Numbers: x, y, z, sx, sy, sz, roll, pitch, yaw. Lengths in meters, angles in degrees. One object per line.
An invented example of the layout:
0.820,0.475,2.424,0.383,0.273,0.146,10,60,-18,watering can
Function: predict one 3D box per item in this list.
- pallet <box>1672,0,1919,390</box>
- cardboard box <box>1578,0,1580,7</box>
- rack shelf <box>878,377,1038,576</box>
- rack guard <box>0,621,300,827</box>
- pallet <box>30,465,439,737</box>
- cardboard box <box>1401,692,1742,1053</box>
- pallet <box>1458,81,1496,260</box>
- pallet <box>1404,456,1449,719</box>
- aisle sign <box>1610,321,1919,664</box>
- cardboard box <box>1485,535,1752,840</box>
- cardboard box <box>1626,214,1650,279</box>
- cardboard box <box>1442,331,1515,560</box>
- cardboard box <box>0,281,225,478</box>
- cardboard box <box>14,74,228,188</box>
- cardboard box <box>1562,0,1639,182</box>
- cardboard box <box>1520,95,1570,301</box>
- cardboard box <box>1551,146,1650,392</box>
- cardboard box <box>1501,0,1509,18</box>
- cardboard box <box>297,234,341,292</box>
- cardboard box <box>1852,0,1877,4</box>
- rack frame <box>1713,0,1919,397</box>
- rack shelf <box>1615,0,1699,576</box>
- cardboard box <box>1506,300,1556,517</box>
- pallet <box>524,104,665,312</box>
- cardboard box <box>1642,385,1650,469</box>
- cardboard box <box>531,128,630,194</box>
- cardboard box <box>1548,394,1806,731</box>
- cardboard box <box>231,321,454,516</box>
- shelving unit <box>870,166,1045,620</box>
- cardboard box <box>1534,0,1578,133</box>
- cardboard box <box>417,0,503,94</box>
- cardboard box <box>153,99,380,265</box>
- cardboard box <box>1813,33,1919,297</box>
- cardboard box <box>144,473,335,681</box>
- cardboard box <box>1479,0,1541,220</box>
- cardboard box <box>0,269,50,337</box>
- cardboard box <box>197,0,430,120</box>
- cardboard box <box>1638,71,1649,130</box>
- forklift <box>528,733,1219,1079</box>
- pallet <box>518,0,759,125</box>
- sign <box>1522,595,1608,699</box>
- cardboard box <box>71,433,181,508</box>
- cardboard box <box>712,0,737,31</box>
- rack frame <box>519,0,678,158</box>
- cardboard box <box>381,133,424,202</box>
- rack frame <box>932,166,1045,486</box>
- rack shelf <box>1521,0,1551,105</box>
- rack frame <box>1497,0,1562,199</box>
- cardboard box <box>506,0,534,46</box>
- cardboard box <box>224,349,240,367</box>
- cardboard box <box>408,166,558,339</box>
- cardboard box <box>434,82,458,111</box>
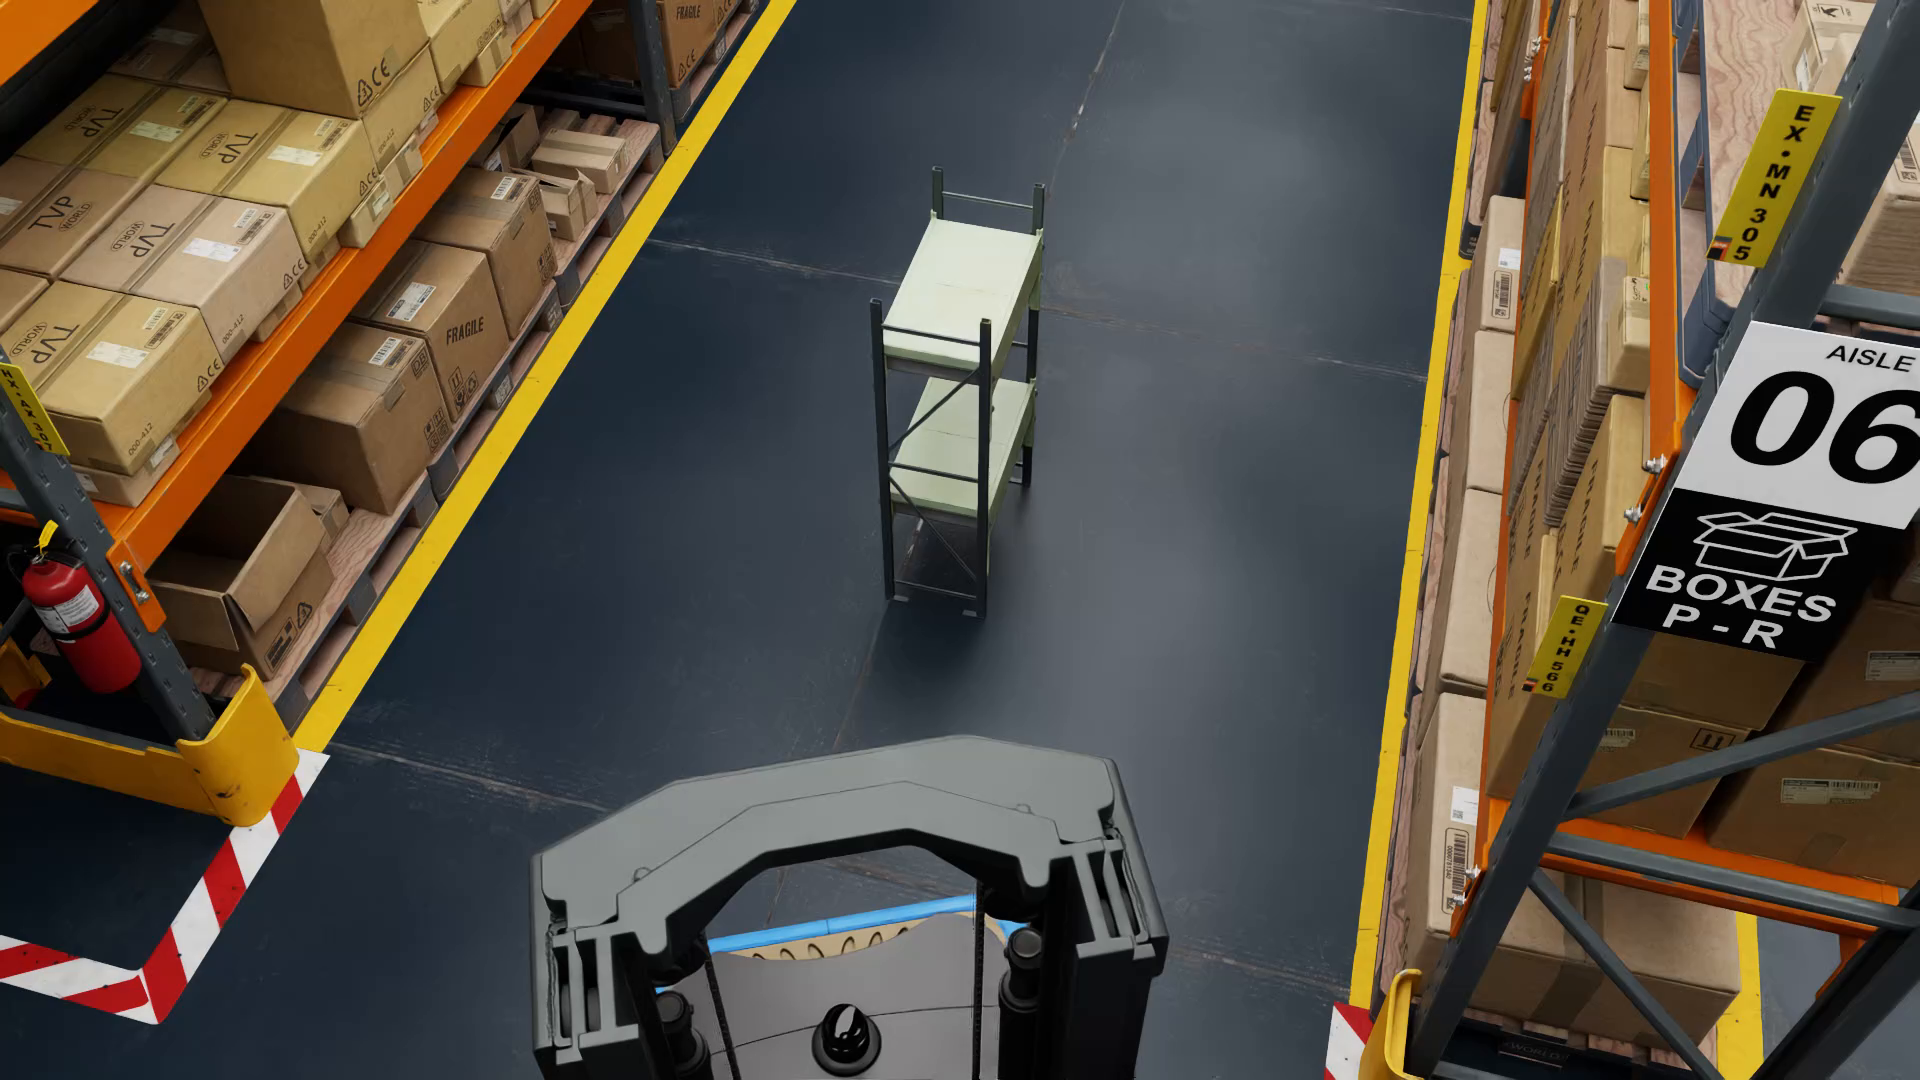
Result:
1.990,-0.691,3.337,1.003,0.211,1.213,12,50,10,pallet
2.499,-2.150,5.832,0.500,0.500,0.500,12,50,10,cardboard box
0.002,-0.285,6.355,0.431,0.370,0.720,12,50,10,rack shelf
-2.965,0.606,5.801,1.175,0.500,0.348,12,50,10,rack guard
-2.756,0.125,6.418,1.003,0.211,1.213,12,50,10,pallet
1.882,1.022,5.195,0.875,0.438,0.875,10,49,9,cardboard box
2.988,-1.733,8.058,1.003,0.211,1.213,12,50,10,pallet
2.263,0.260,6.299,1.003,0.211,1.213,12,50,10,pallet
1.487,-0.059,2.986,0.394,0.787,0.004,12,50,10,aisle sign
1.677,0.376,4.269,0.500,0.500,0.500,12,50,10,cardboard box
1.843,-0.633,4.061,0.380,0.149,0.250,13,50,11,cardboard box
2.354,-0.293,6.356,0.875,0.438,0.875,10,49,9,cardboard box
-2.605,-0.490,5.002,0.500,0.250,0.500,12,50,10,cardboard box
-2.848,-1.330,5.744,0.500,0.250,0.500,13,50,11,cardboard box
2.214,-1.418,5.186,0.500,0.500,0.500,12,50,11,cardboard box
2.208,-1.106,5.578,0.500,0.500,0.500,12,50,10,cardboard box
1.945,-0.690,4.544,0.500,0.500,0.500,11,50,10,cardboard box
3.410,-3.284,8.704,0.875,0.875,0.875,12,50,10,cardboard box
-2.386,-1.021,5.737,0.380,0.149,0.250,12,50,11,cardboard box
2.247,-1.397,3.614,0.500,0.311,0.500,12,50,11,cardboard box
1.805,-1.175,1.704,1.000,3.000,0.127,12,50,10,rack frame
2.331,-1.391,4.375,1.077,0.370,4.000,12,50,10,rack shelf
1.949,-0.358,4.917,0.500,0.500,0.500,13,50,11,cardboard box
-2.114,-1.640,7.976,1.003,0.211,1.213,12,50,10,pallet
1.750,-0.256,3.728,0.380,0.149,0.250,12,50,11,cardboard box
-1.795,-1.794,7.873,0.380,0.149,0.250,10,49,9,cardboard box
1.702,0.051,3.890,0.500,0.500,0.500,13,50,11,cardboard box
-2.470,-0.512,6.508,0.700,0.500,0.500,13,50,12,cardboard box
0.002,-0.501,6.111,0.431,1.500,0.755,12,50,10,shelving unit
2.482,-1.828,6.215,0.500,0.500,0.500,13,50,11,cardboard box
-2.092,-1.968,6.307,0.500,0.250,0.500,11,50,10,cardboard box
-2.343,-1.222,5.648,0.500,0.250,0.500,11,49,9,cardboard box
1.836,-0.648,2.992,0.500,0.250,0.500,7,49,7,cardboard box
-2.732,0.097,5.967,0.797,0.503,0.637,10,49,9,cardboard box
2.944,-1.983,7.555,0.875,0.875,0.875,13,50,11,cardboard box
-3.120,-0.600,5.100,0.500,0.250,0.500,13,50,11,cardboard box
-2.211,-1.823,5.679,0.500,0.500,0.500,13,50,11,cardboard box
2.076,-1.187,4.550,0.380,0.149,0.250,13,50,11,cardboard box
-0.066,1.825,3.103,1.130,2.935,3.031,-8,49,-7,forklift
-1.754,-2.733,8.940,1.003,0.211,1.213,12,50,10,pallet
1.285,0.232,3.533,0.100,0.325,0.005,12,50,10,sign
-2.634,-0.267,5.071,0.380,0.149,0.250,11,50,10,cardboard box
-1.457,-3.064,8.760,0.500,0.500,0.500,11,49,10,cardboard box
-1.932,-3.060,7.369,1.000,3.000,0.127,12,50,10,rack frame
-2.197,-1.383,6.057,0.380,0.149,0.250,13,50,11,cardboard box
0.098,-0.766,6.344,0.400,1.500,0.023,12,50,10,rack frame
3.384,-3.291,8.053,1.077,0.370,4.000,12,50,10,rack shelf
2.858,-2.083,6.506,1.000,3.000,0.127,12,50,10,rack frame
-1.960,-2.126,6.712,0.380,0.149,0.250,13,50,11,cardboard box
-2.576,-0.657,5.415,0.380,0.149,0.250,11,49,10,cardboard box
-2.197,-1.263,7.170,0.700,0.500,0.500,10,49,9,cardboard box
-2.176,-1.771,6.399,0.380,0.149,0.250,12,50,11,cardboard box
